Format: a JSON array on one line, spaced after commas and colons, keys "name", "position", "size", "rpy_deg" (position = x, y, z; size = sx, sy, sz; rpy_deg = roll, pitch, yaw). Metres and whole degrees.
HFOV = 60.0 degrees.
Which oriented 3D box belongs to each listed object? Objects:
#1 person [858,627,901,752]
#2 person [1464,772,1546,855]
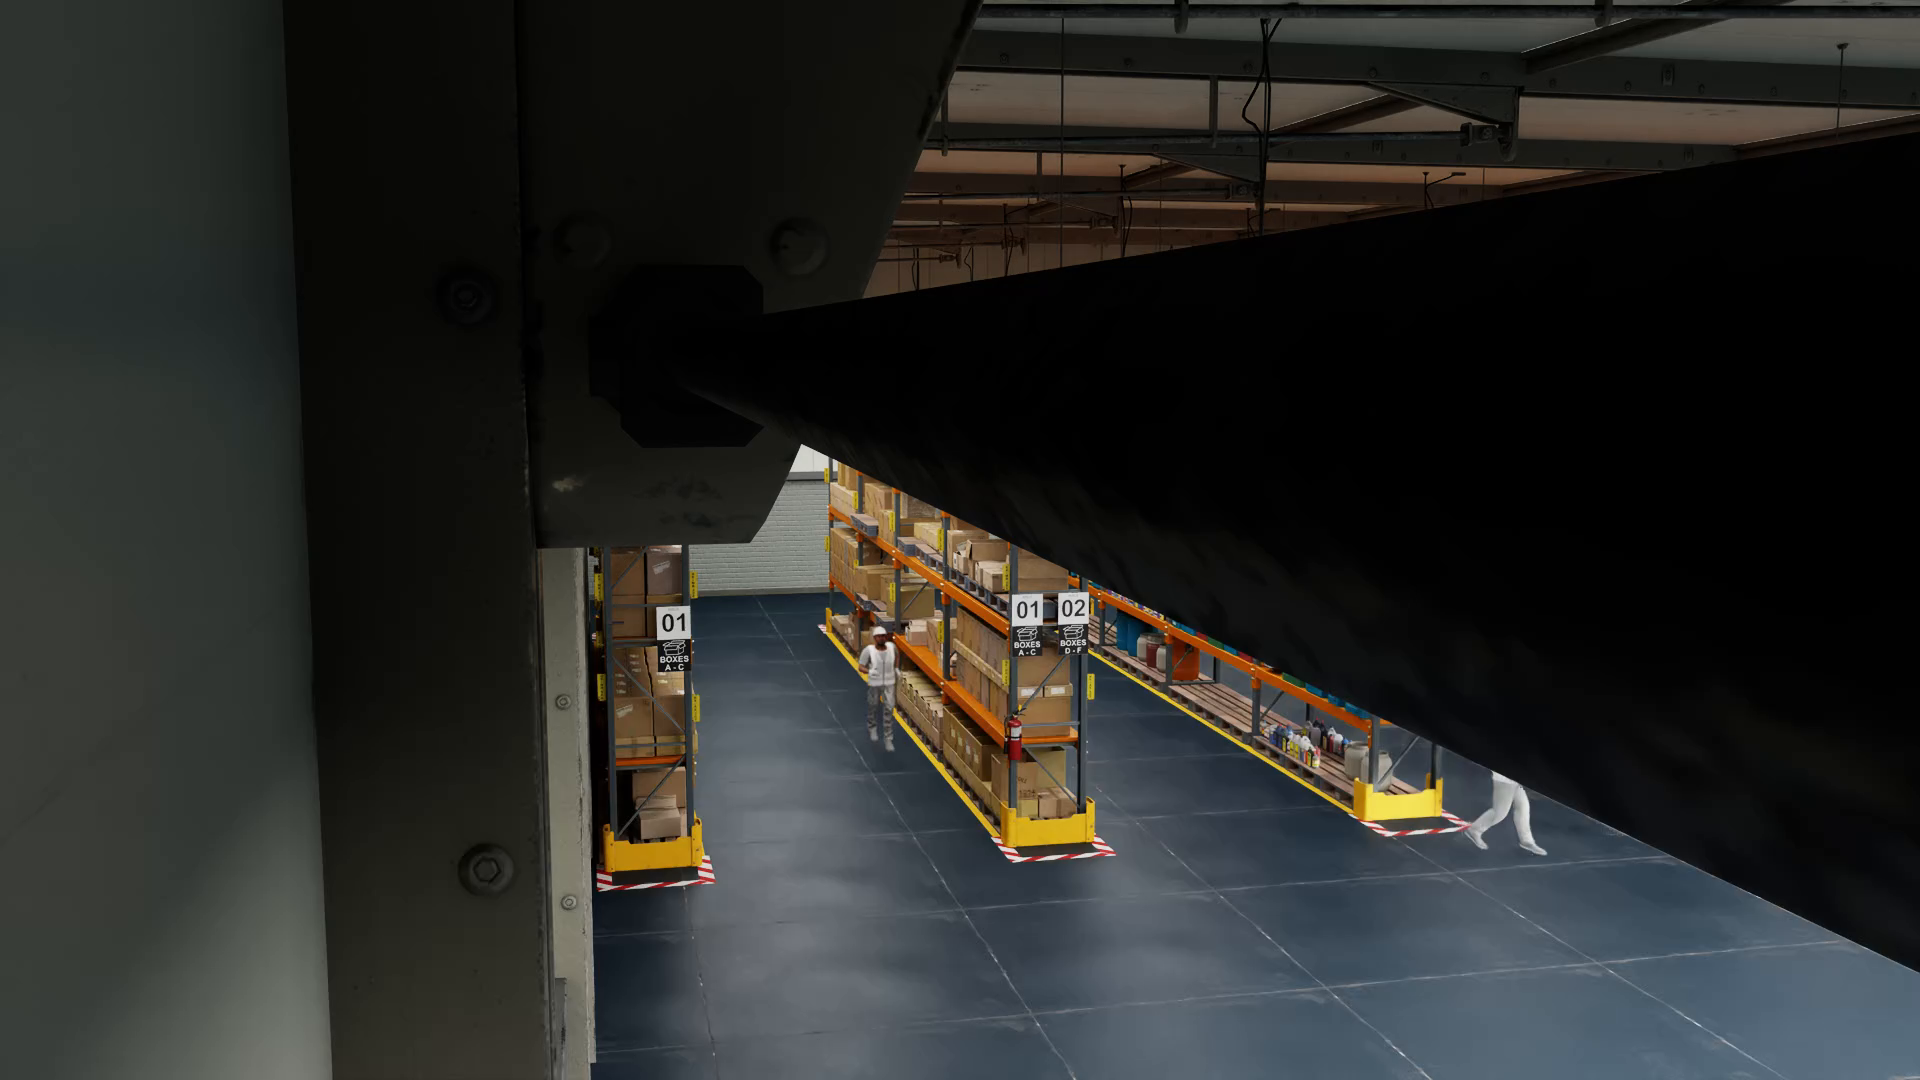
[{"name": "person", "position": [-1.199, 2.214, 25.113], "size": [0.686, 1.828, 0.892], "rpy_deg": [-2, 7, -14]}, {"name": "person", "position": [6.778, 2.994, 20.574], "size": [0.968, 1.780, 0.657], "rpy_deg": [3, 7, 24]}]
